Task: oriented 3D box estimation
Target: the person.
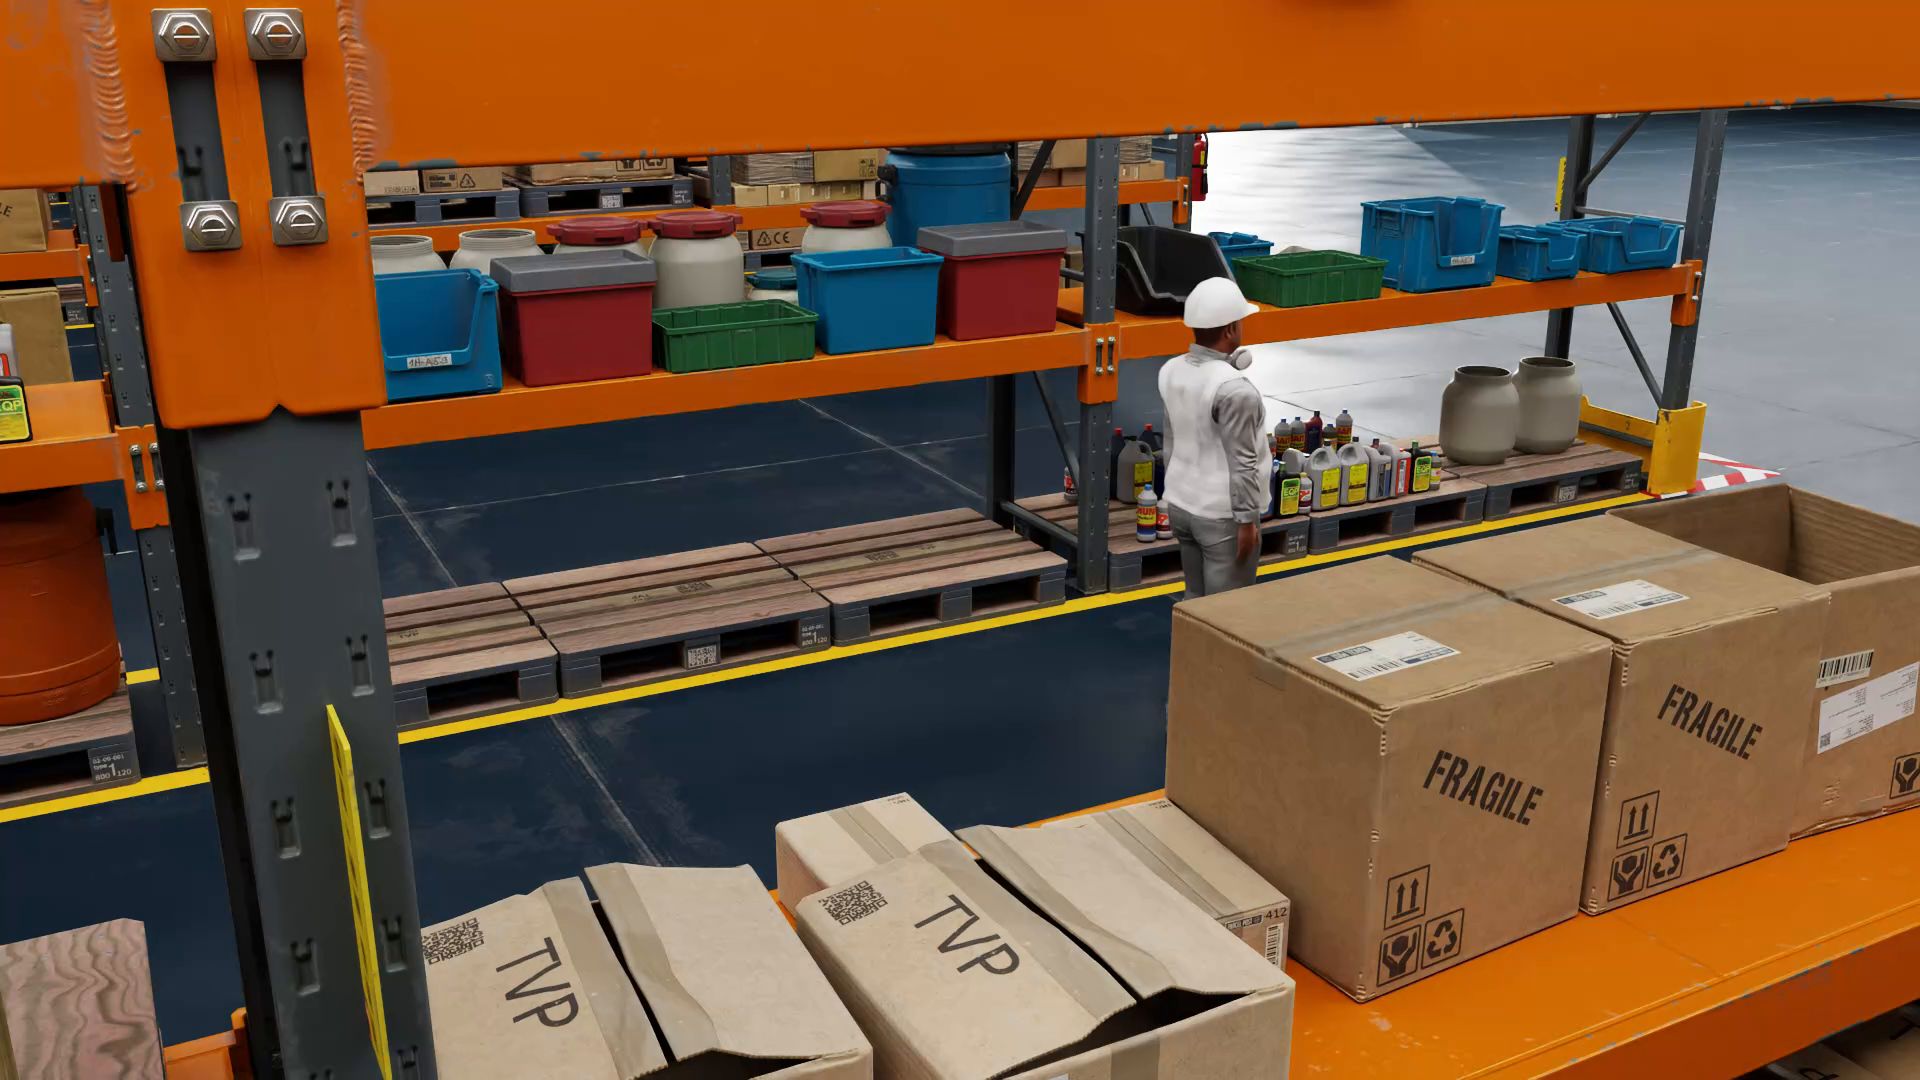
[{"bbox_3d":[0.996,-0.116,6.415,0.444,1.797,0.533,-9,20,-25],"label":"person"}]
